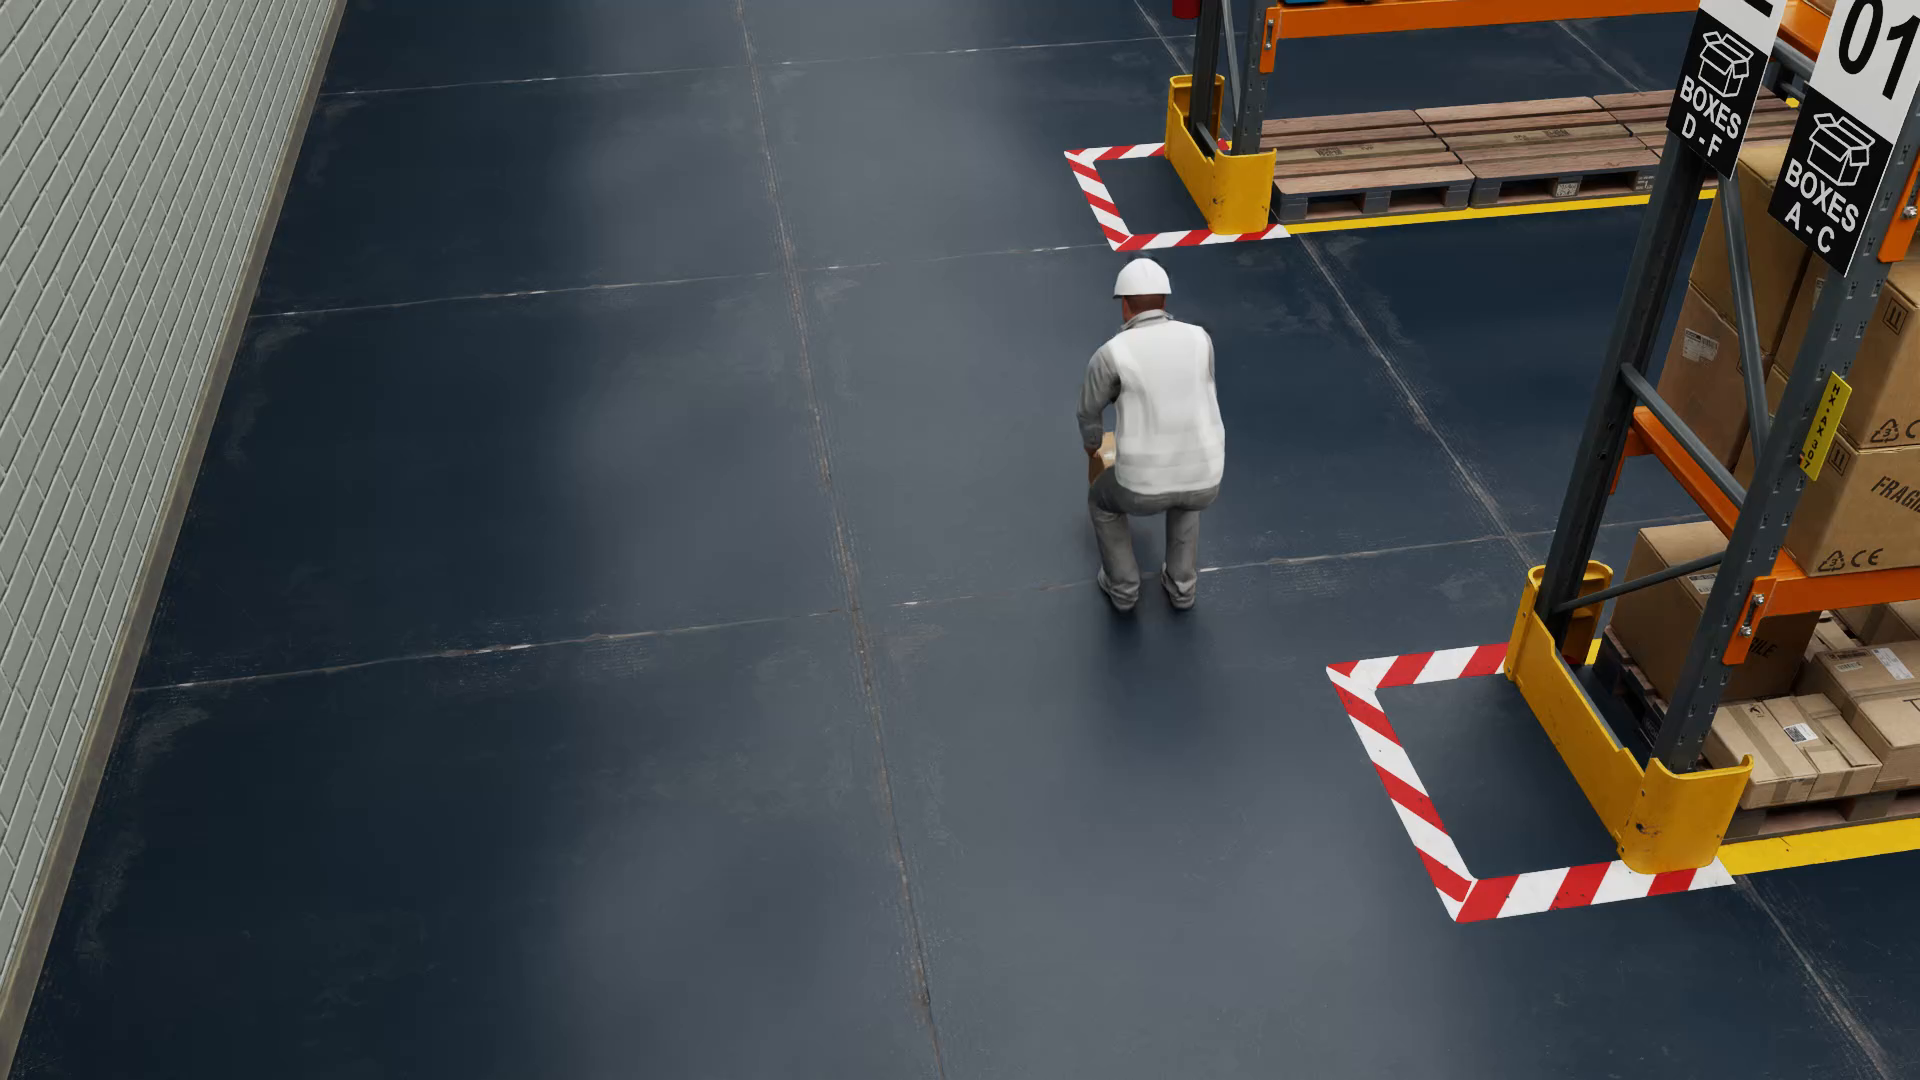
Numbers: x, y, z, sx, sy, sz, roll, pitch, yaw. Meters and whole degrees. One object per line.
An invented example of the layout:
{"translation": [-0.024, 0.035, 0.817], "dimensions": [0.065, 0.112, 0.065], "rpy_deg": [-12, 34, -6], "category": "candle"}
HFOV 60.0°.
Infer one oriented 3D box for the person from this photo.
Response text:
{"translation": [0.773, -0.376, 6.848], "dimensions": [0.591, 1.479, 0.733], "rpy_deg": [-6, 39, -8], "category": "person"}
